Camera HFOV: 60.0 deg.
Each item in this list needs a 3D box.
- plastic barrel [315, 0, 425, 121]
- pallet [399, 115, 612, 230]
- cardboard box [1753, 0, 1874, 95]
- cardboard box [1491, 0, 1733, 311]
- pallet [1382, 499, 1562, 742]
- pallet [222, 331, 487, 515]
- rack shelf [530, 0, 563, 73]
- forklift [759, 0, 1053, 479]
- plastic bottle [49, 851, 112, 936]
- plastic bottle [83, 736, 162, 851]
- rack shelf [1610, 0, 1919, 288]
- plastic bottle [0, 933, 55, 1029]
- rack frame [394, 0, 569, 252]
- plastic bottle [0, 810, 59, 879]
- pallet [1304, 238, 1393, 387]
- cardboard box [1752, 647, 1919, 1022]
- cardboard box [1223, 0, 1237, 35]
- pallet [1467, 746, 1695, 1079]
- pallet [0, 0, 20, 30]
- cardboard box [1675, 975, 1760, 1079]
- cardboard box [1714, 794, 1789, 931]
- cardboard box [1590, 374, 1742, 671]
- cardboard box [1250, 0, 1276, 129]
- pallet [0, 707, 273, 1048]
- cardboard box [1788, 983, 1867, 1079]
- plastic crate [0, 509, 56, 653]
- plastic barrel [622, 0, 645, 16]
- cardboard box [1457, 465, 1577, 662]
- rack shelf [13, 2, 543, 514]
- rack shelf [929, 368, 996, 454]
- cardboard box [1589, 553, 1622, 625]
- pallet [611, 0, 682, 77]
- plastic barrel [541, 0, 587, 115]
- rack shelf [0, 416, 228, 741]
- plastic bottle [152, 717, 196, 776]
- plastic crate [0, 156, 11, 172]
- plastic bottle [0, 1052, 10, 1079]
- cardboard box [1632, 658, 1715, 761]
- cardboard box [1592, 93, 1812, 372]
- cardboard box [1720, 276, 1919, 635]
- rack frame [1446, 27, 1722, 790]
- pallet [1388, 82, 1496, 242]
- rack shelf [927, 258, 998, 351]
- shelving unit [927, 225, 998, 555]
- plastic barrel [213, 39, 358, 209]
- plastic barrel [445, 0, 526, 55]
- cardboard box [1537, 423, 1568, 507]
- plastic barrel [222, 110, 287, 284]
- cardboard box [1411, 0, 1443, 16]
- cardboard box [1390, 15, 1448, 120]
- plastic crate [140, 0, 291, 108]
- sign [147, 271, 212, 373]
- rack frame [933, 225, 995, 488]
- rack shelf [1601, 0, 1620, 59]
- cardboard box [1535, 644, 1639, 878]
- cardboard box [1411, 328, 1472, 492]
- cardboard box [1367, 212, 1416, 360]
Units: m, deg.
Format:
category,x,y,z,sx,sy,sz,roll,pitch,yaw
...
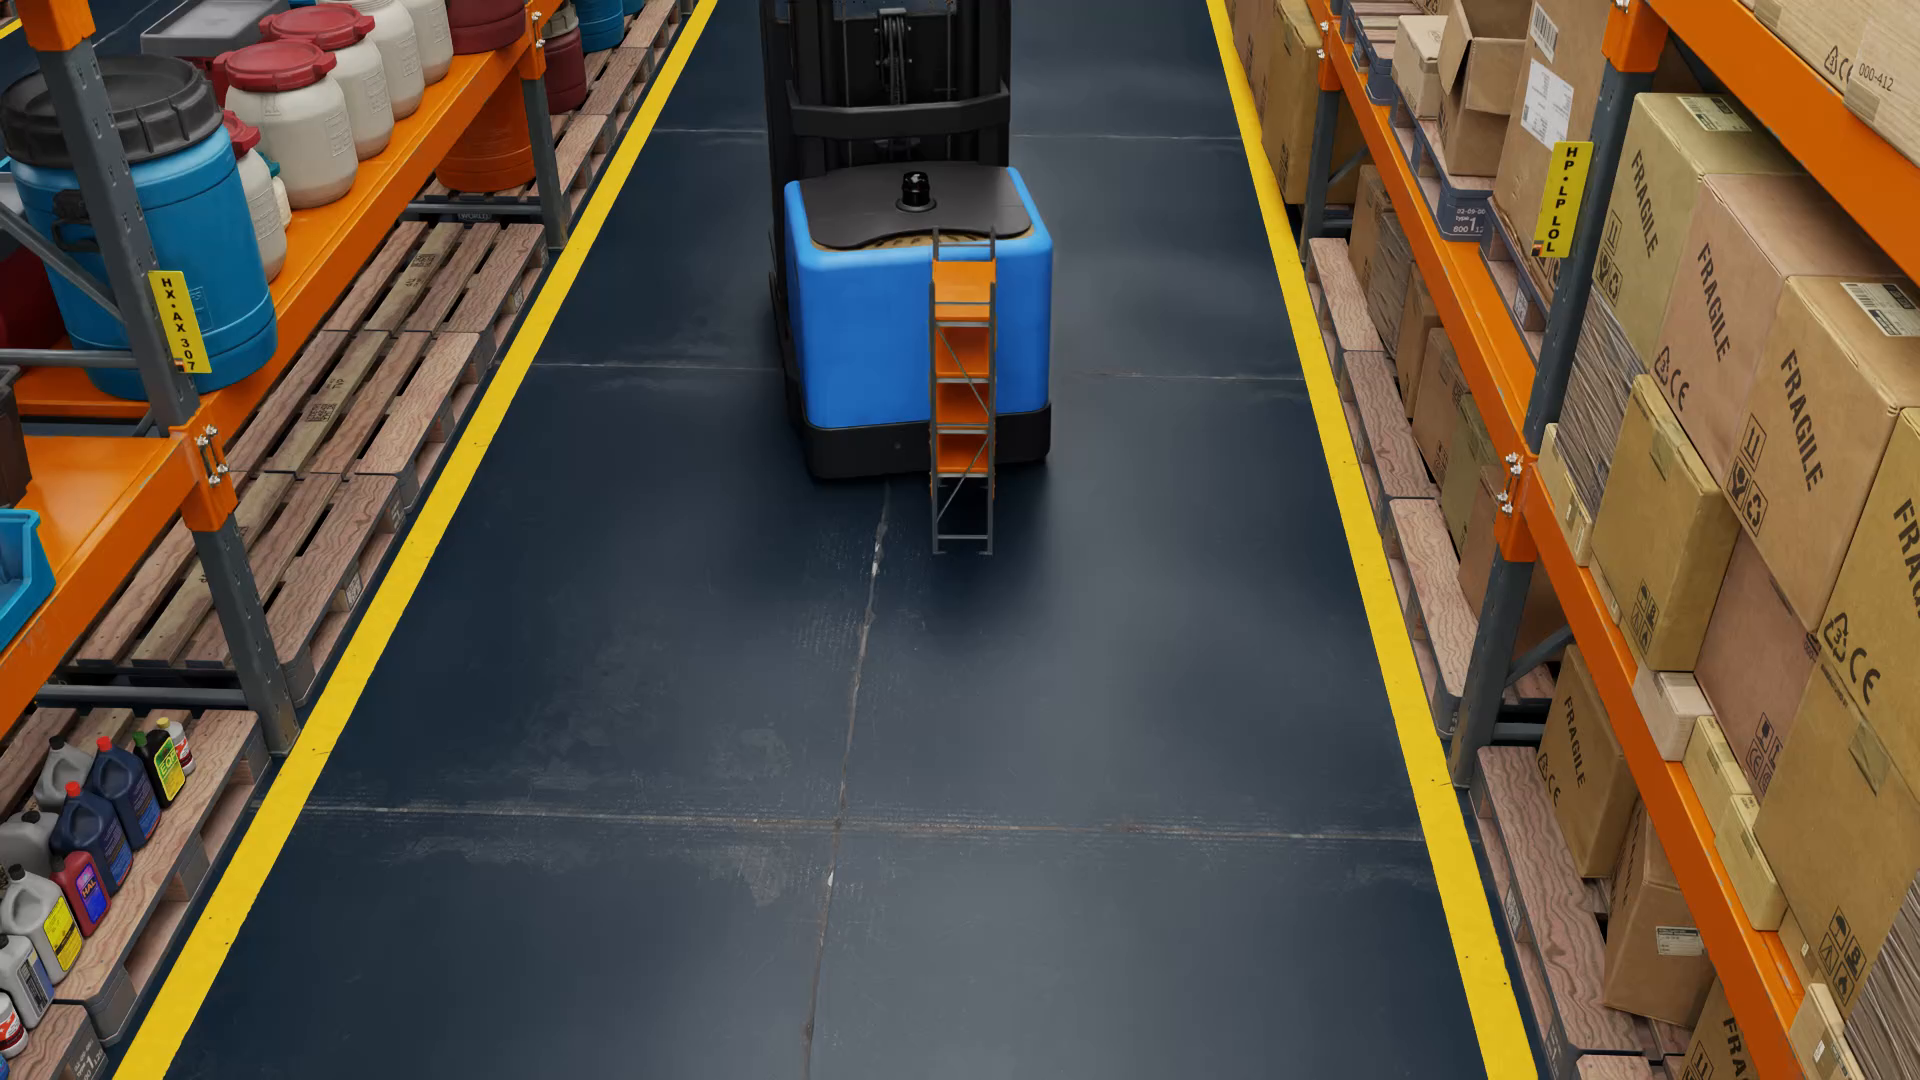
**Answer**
category,x,y,z,sx,sy,sz,roll,pitch,yaw
plastic barrel,-2.480,-2.037,6.943,0.421,0.512,0.421,0,35,0
pallet,-2.646,-2.143,9.615,1.003,0.211,1.213,1,35,2
cardboard box,1.863,-1.026,3.123,0.500,0.250,0.500,1,35,1
cardboard box,2.325,-1.288,5.086,1.000,1.000,1.000,2,35,2
pallet,2.183,0.277,6.173,1.003,0.211,1.213,1,35,2
pallet,-2.757,-0.545,7.342,1.003,0.211,1.213,1,35,2
rack shelf,-2.555,-3.684,10.009,1.077,0.370,4.000,1,35,2
forklift,-0.361,-2.297,7.469,1.130,2.935,3.031,-5,35,-8
plastic bottle,-2.507,0.981,4.725,0.061,0.283,0.133,4,35,5
plastic bottle,-2.534,0.749,4.997,0.144,0.351,0.185,0,35,1
rack shelf,2.072,-0.201,2.444,1.077,0.370,4.000,1,35,2
plastic bottle,-2.565,1.169,4.465,0.152,0.276,0.135,2,35,3
rack frame,-2.636,-2.830,8.167,1.000,3.000,0.127,1,35,2
plastic bottle,-2.691,0.901,4.846,0.152,0.276,0.135,1,35,2
pallet,2.281,-1.125,8.168,1.003,0.211,1.213,1,35,2
cardboard box,2.037,0.540,3.027,0.875,0.500,0.500,1,35,2
cardboard box,2.468,-3.948,11.241,1.225,0.875,0.875,1,35,2
pallet,2.161,1.111,4.986,1.003,0.211,1.213,1,35,2
pallet,-7.419,-3.635,11.739,1.003,0.211,1.213,1,35,2
cardboard box,2.135,1.351,4.028,0.500,0.500,0.500,-2,35,-2
cardboard box,1.797,0.664,3.414,0.380,0.149,0.250,1,35,2
cardboard box,2.018,-0.036,3.847,0.875,0.500,0.500,1,35,2
cardboard box,2.405,-2.926,9.787,1.225,0.875,0.875,1,35,2
pallet,-2.865,0.994,5.152,1.003,0.211,1.213,1,35,2
cardboard box,1.753,0.951,3.006,0.380,0.149,0.250,1,35,2
plastic crate,-2.569,0.172,4.027,0.499,0.251,0.616,1,35,2
plastic barrel,-2.514,-4.129,11.476,0.600,0.901,0.708,1,35,2
cardboard box,2.199,0.073,5.828,0.700,0.500,0.500,-1,35,-2
rack shelf,-2.716,-1.386,6.739,1.077,0.370,4.000,1,35,2
rack shelf,0.014,-0.520,6.564,0.258,0.148,0.480,0,35,1
cardboard box,1.838,0.090,4.232,0.380,0.149,0.250,1,35,2
pallet,-2.548,-3.544,11.610,1.003,0.211,1.213,1,35,2
plastic barrel,-2.588,-2.945,10.064,0.600,0.588,0.708,1,35,2
rack shelf,-2.877,0.912,3.469,1.077,0.370,4.000,1,35,2
plastic bottle,-2.499,0.649,5.269,0.097,0.201,0.097,0,35,0
plastic crate,-3.063,-1.166,5.814,0.392,0.384,0.575,1,35,2
plastic bottle,-2.547,1.298,4.285,0.097,0.271,0.097,0,35,0
cardboard box,1.786,0.376,3.824,0.380,0.149,0.250,1,35,2
cardboard box,1.881,-0.736,3.973,0.500,0.500,0.500,1,35,2
cardboard box,1.841,-0.161,3.156,0.500,0.500,0.500,1,35,2
rack frame,2.153,-0.417,4.735,1.000,3.000,0.127,1,35,2
pallet,2.275,-1.498,6.440,1.003,0.211,1.213,1,35,2
rack shelf,0.013,-0.897,6.299,0.258,0.148,0.480,0,35,1
shelving unit,0.013,-0.575,6.525,0.258,1.200,0.503,0,35,1
plastic barrel,-2.509,-1.553,6.233,0.433,0.535,0.433,0,35,0
plastic barrel,-2.351,-2.612,7.739,0.600,0.536,0.708,1,35,2
cardboard box,1.844,-0.198,4.641,0.380,0.149,0.250,1,35,2
plastic barrel,-2.539,-1.132,5.633,0.433,0.535,0.433,0,35,0
cardboard box,2.332,-2.617,7.412,0.500,0.500,0.500,-3,35,-4
cardboard box,2.016,-1.868,6.564,0.500,0.250,0.500,0,35,1
plastic crate,-3.006,-1.934,6.838,0.402,0.464,0.583,1,35,2
sign,-2.247,-0.626,4.791,0.100,0.325,0.005,1,35,2
rack frame,0.018,-0.716,6.724,0.240,1.200,0.015,0,35,1
rack shelf,2.233,-2.499,5.714,1.077,0.370,4.000,1,35,2
cardboard box,2.097,0.663,5.007,0.500,0.500,0.500,0,35,0
cardboard box,2.259,-0.522,6.675,0.700,0.500,0.500,-2,35,-2
cardboard box,2.297,-1.168,7.595,0.700,0.500,0.500,-1,35,-2
